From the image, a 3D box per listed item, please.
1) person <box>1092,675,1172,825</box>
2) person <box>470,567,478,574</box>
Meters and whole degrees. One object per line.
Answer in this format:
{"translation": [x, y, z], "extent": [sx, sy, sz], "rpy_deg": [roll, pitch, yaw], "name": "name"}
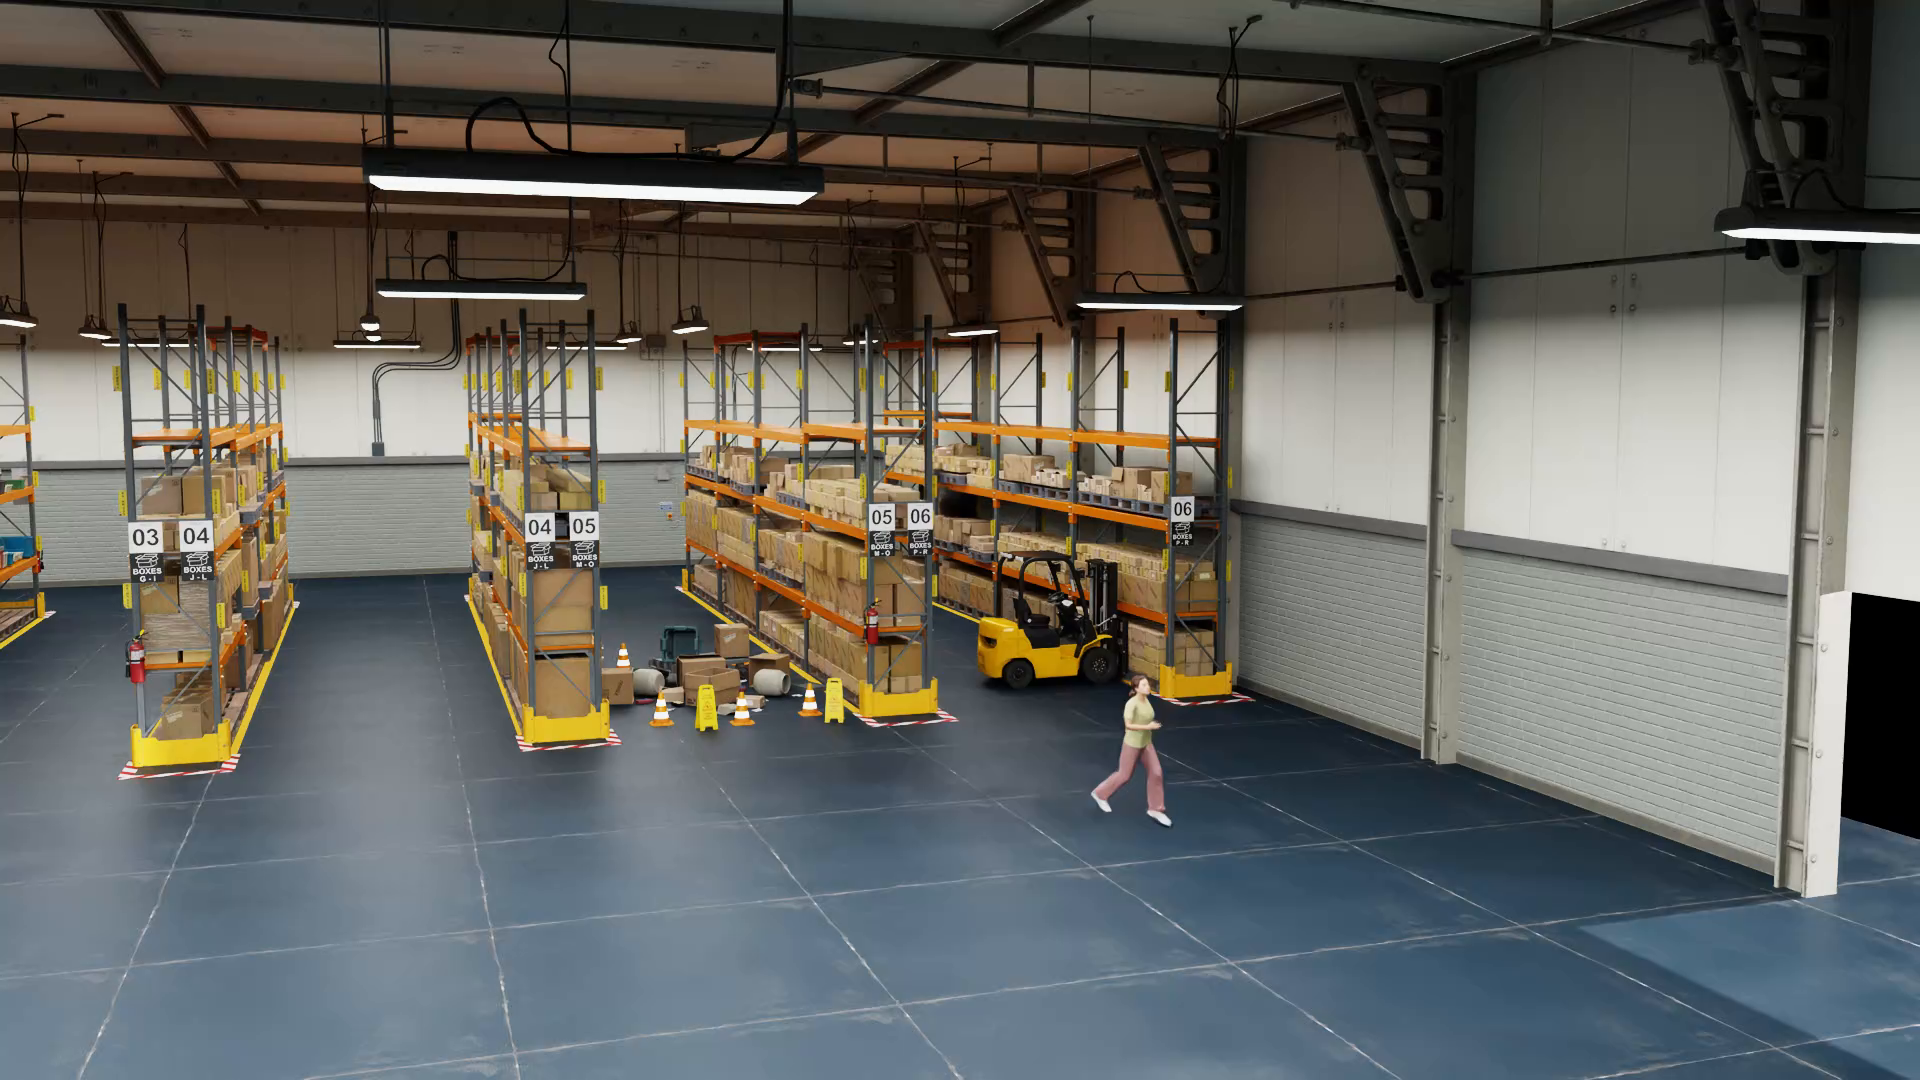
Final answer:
{"translation": [1.990, 2.353, 19.019], "extent": [0.945, 1.666, 0.583], "rpy_deg": [4, 7, 38], "name": "person"}
{"translation": [-11.415, 0.405, 39.621], "extent": [0.516, 1.697, 0.771], "rpy_deg": [-1, 5, -7], "name": "person"}
